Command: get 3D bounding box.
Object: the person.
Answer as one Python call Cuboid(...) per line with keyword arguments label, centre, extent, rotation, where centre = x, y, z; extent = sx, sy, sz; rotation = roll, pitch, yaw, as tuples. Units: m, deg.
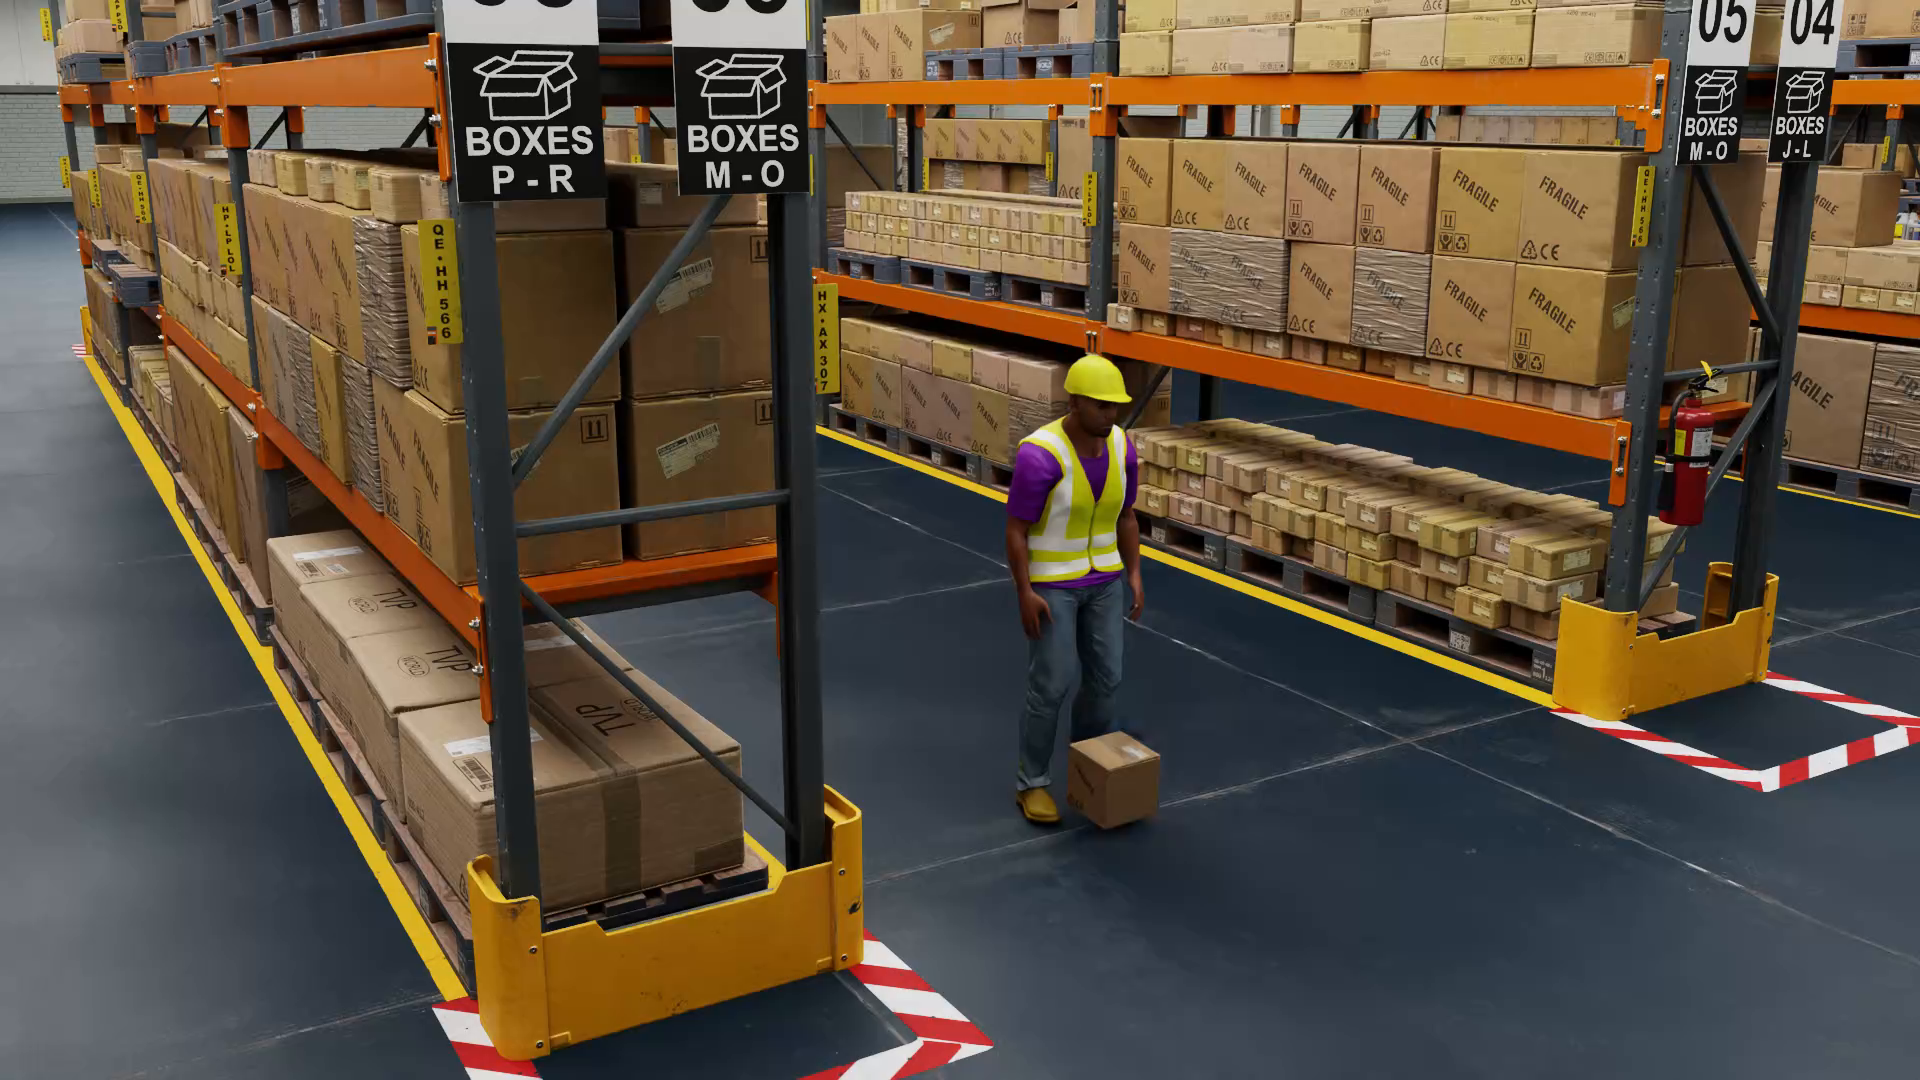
Cuboid(label="person", centre=(0.448, 0.169, 6.332), extent=(0.607, 1.762, 0.449), rotation=(-9, 17, -32))
